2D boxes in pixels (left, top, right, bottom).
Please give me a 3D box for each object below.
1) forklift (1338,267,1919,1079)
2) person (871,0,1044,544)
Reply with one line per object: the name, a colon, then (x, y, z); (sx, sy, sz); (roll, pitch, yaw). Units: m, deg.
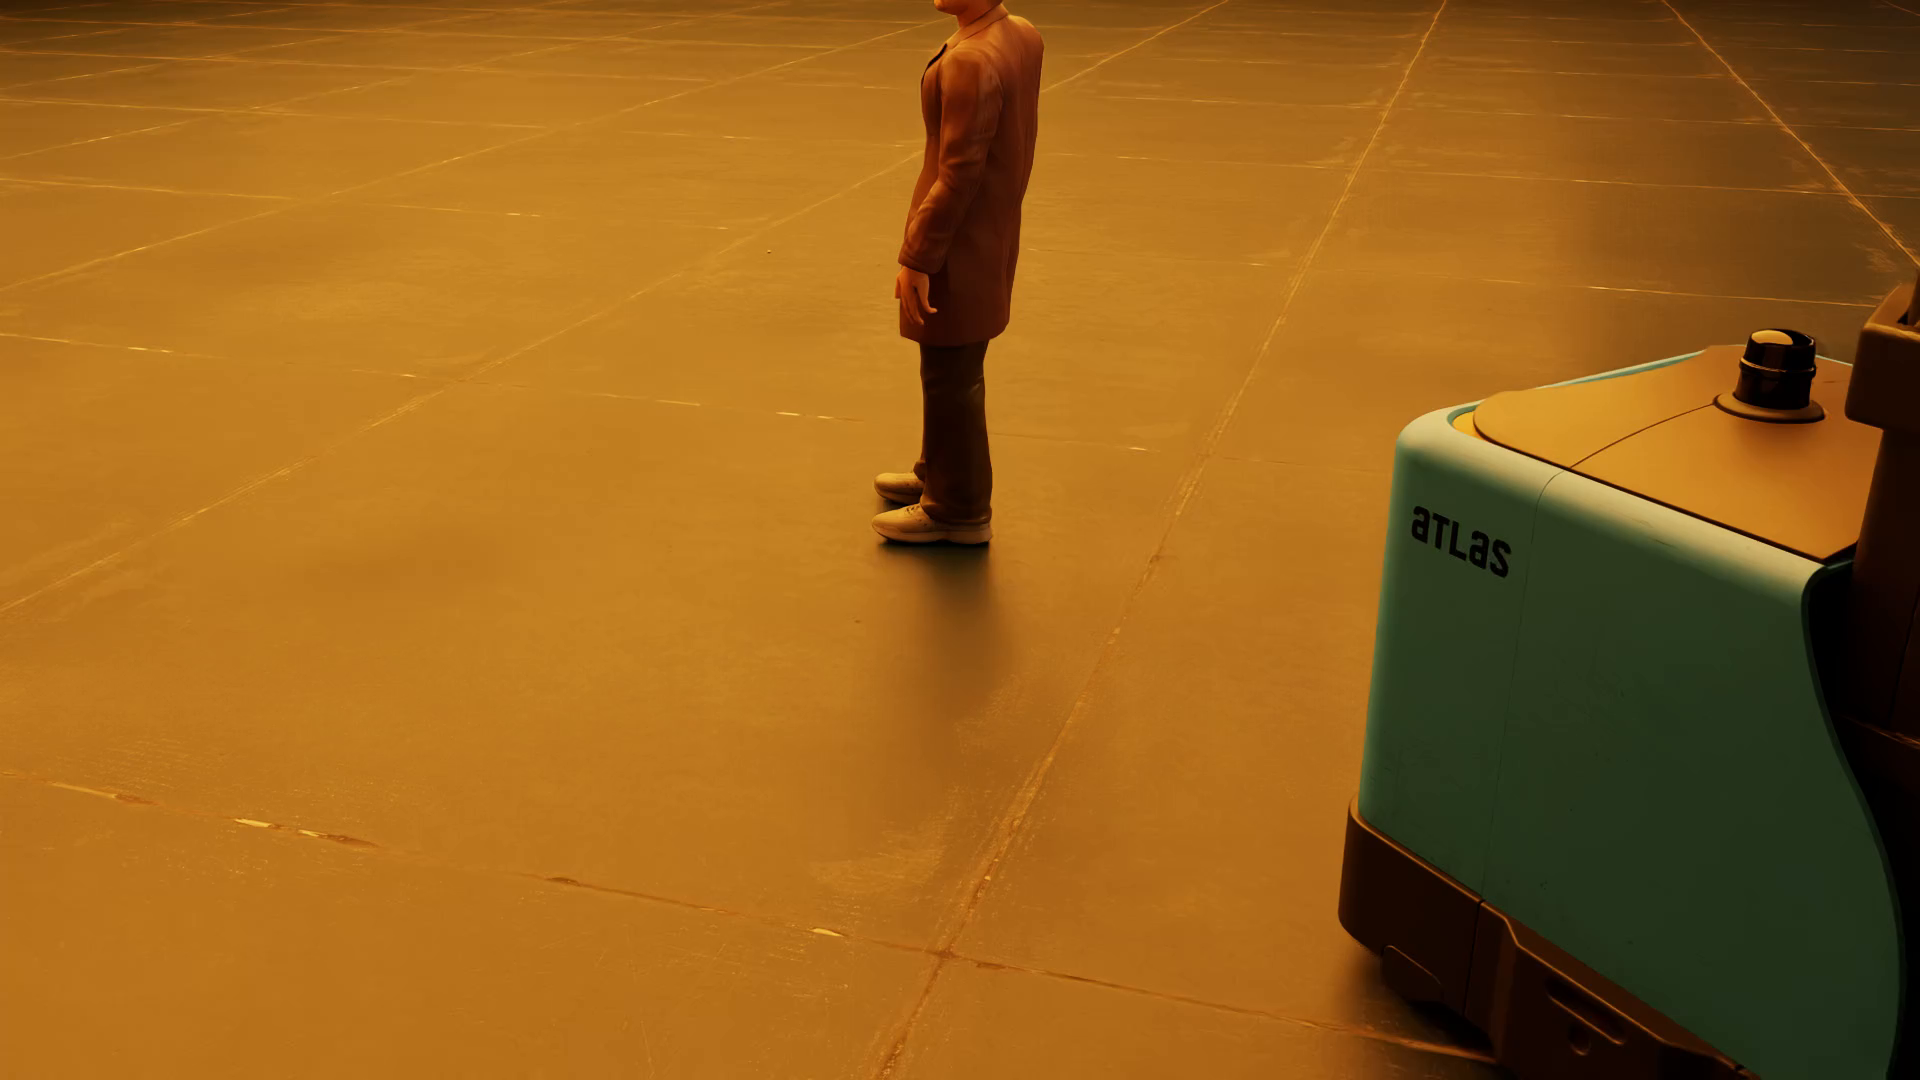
forklift: (1.919, -0.186, 1.731); (1.130, 2.935, 3.031); (-13, 26, -29)
person: (-0.087, -0.841, 4.807); (0.579, 1.778, 0.698); (7, 23, 16)
